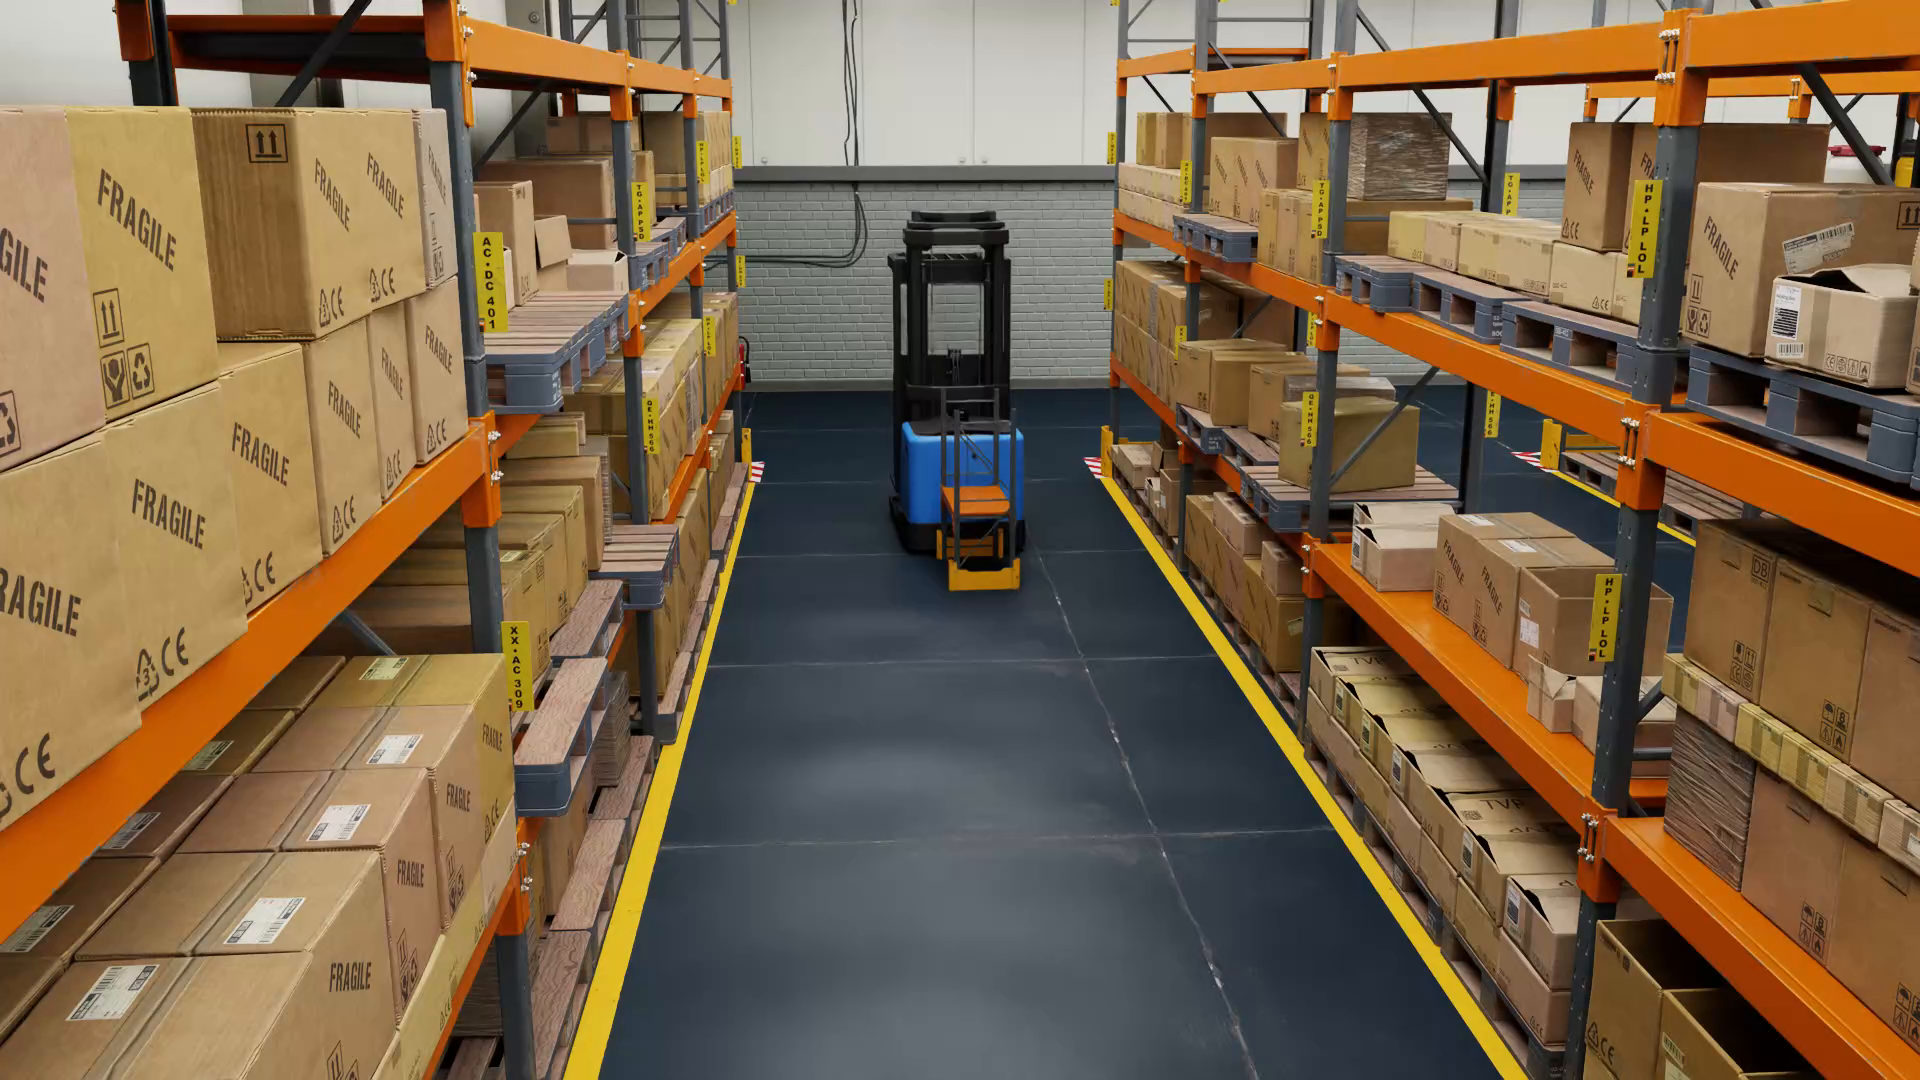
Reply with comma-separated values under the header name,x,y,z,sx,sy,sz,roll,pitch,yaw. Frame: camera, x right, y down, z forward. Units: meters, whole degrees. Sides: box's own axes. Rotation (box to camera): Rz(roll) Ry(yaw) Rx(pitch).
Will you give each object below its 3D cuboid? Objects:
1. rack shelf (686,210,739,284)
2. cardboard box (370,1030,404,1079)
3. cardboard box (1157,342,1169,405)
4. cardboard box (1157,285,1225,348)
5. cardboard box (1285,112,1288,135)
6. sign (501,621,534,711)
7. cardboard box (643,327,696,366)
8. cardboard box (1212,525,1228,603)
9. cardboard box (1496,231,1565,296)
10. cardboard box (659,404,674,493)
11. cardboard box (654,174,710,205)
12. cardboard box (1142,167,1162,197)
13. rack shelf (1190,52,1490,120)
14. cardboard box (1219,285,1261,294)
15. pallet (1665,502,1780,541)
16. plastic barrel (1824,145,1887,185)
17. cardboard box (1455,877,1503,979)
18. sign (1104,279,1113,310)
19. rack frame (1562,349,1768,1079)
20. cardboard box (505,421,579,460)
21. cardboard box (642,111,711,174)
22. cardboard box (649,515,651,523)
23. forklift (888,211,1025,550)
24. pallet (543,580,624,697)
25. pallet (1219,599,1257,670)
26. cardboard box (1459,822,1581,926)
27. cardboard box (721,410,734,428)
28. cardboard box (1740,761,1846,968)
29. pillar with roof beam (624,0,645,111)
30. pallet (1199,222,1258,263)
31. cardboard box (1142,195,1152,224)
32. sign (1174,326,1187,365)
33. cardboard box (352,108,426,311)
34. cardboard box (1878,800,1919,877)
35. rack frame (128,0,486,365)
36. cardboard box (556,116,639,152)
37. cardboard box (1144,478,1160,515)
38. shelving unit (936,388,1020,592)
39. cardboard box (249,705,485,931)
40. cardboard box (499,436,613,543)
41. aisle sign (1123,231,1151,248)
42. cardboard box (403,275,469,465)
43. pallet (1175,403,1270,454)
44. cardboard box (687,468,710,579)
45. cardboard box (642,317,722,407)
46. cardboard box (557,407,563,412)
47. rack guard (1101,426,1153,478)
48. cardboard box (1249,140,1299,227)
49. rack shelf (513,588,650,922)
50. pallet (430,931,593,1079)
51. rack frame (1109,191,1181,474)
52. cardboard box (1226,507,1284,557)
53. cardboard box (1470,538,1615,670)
name,x,y,z,sx,sy,sz,roll,pitch,yaw
rack shelf,-2.702,-2.722,15.232,1.077,0.370,4.000,-1,14,-3
cardboard box,-1.649,1.420,3.973,0.500,0.250,0.500,-1,14,-3
cardboard box,2.046,-1.494,14.837,0.500,0.500,0.500,0,14,-2
cardboard box,2.042,-1.979,14.715,0.500,0.500,0.500,-1,14,-5
cardboard box,2.408,-3.429,14.332,0.700,0.500,0.500,-1,14,-3
sign,-1.541,0.440,5.782,0.100,0.325,0.005,-1,14,-3
cardboard box,-2.272,-1.446,12.506,0.500,0.250,0.500,-1,14,-2
cardboard box,2.220,0.181,12.660,0.500,0.500,0.500,-1,14,-3
cardboard box,2.804,-1.268,7.595,0.500,0.250,0.500,-2,15,-8
cardboard box,-2.128,-0.582,10.656,0.500,0.500,0.500,0,14,-2
cardboard box,-2.358,-2.928,13.847,0.500,0.250,0.500,-1,14,-4
cardboard box,1.978,-3.309,15.370,0.500,0.250,0.500,-1,14,-3
rack shelf,2.490,-3.063,11.342,1.077,0.370,4.000,-1,14,-3
cardboard box,2.585,-1.980,14.717,0.500,0.500,0.500,-1,14,-5
pallet,7.226,-0.105,15.233,1.003,0.211,1.213,-1,14,-3
plastic barrel,7.092,-2.860,13.210,0.433,0.535,0.433,0,14,0
cardboard box,2.517,1.696,7.313,0.500,0.250,0.500,-1,14,-4
sign,1.577,-2.603,17.609,0.100,0.325,0.005,-1,14,-3
rack frame,2.862,0.792,6.151,1.000,3.000,0.127,-1,14,-3
cardboard box,-2.244,-0.536,8.926,0.380,0.149,0.250,-3,15,-13
cardboard box,-2.342,-3.297,13.775,0.500,0.500,0.500,-1,14,-4
cardboard box,-2.126,-0.161,10.321,0.380,0.149,0.250,-1,14,-3
forklift,-0.104,-1.647,15.771,1.130,2.935,3.031,-2,15,-6
pallet,-2.167,0.460,7.829,1.003,0.211,1.213,-1,14,-3
pallet,2.533,0.659,12.265,1.003,0.211,1.213,-1,14,-3
cardboard box,2.512,1.423,7.248,0.500,0.311,0.500,0,14,-2
cardboard box,-2.493,-1.220,16.844,0.380,0.149,0.250,-1,14,-4
cardboard box,2.935,0.985,5.200,0.700,0.500,0.500,-1,14,-4
pillar with roof beam,0.440,-5.745,19.518,9.100,9.000,0.400,-1,14,-3
pallet,2.404,-2.138,11.896,1.213,0.211,1.003,-1,14,-3
cardboard box,1.984,-3.067,15.433,0.500,0.250,0.500,-1,14,-3
sign,1.825,-1.606,13.736,0.100,0.325,0.005,-1,14,-3
cardboard box,-1.736,-0.868,4.337,0.500,0.500,0.500,0,14,0
cardboard box,2.769,0.820,4.541,0.380,0.149,0.250,-1,14,-5
rack frame,-2.082,-2.036,5.102,1.000,3.000,0.127,-1,14,-3
cardboard box,-2.654,-2.976,12.190,0.500,0.250,0.500,0,14,1
cardboard box,2.001,-0.432,15.422,0.500,0.311,0.500,-1,14,-3
shelving unit,0.144,-0.445,13.971,0.587,1.500,1.083,-2,15,-6
cardboard box,-1.708,0.806,4.852,0.500,0.500,0.500,-1,14,-4
cardboard box,-2.291,-0.270,9.195,0.700,0.500,0.500,-3,15,-10
aisle sign,1.821,-3.463,17.474,0.394,0.787,0.004,-1,14,-3
cardboard box,-1.804,-0.519,4.985,0.500,0.500,0.500,0,14,-2
pallet,2.307,-0.904,13.128,1.003,0.211,1.213,-1,14,-3
cardboard box,-2.408,-0.122,13.178,0.750,0.750,0.750,-1,14,-3
cardboard box,-2.635,-1.582,14.776,0.980,0.700,0.700,-1,14,-5
cardboard box,-2.617,-0.799,9.994,0.500,0.250,0.500,0,14,-2
rack guard,2.123,-0.963,17.988,1.175,0.500,0.348,-1,14,-3
cardboard box,2.409,-2.492,11.652,0.600,0.600,0.600,-1,15,-6
rack shelf,-2.206,0.721,7.873,1.077,0.370,4.000,-1,14,-3
pallet,-2.132,2.027,6.950,1.003,0.211,1.213,-1,14,-3
rack frame,2.118,-2.192,17.750,1.000,3.000,0.127,-1,14,-3
cardboard box,2.246,-0.065,12.113,0.500,0.250,0.500,-1,14,-4
cardboard box,2.767,0.297,7.875,0.500,0.500,0.500,-1,14,-3
